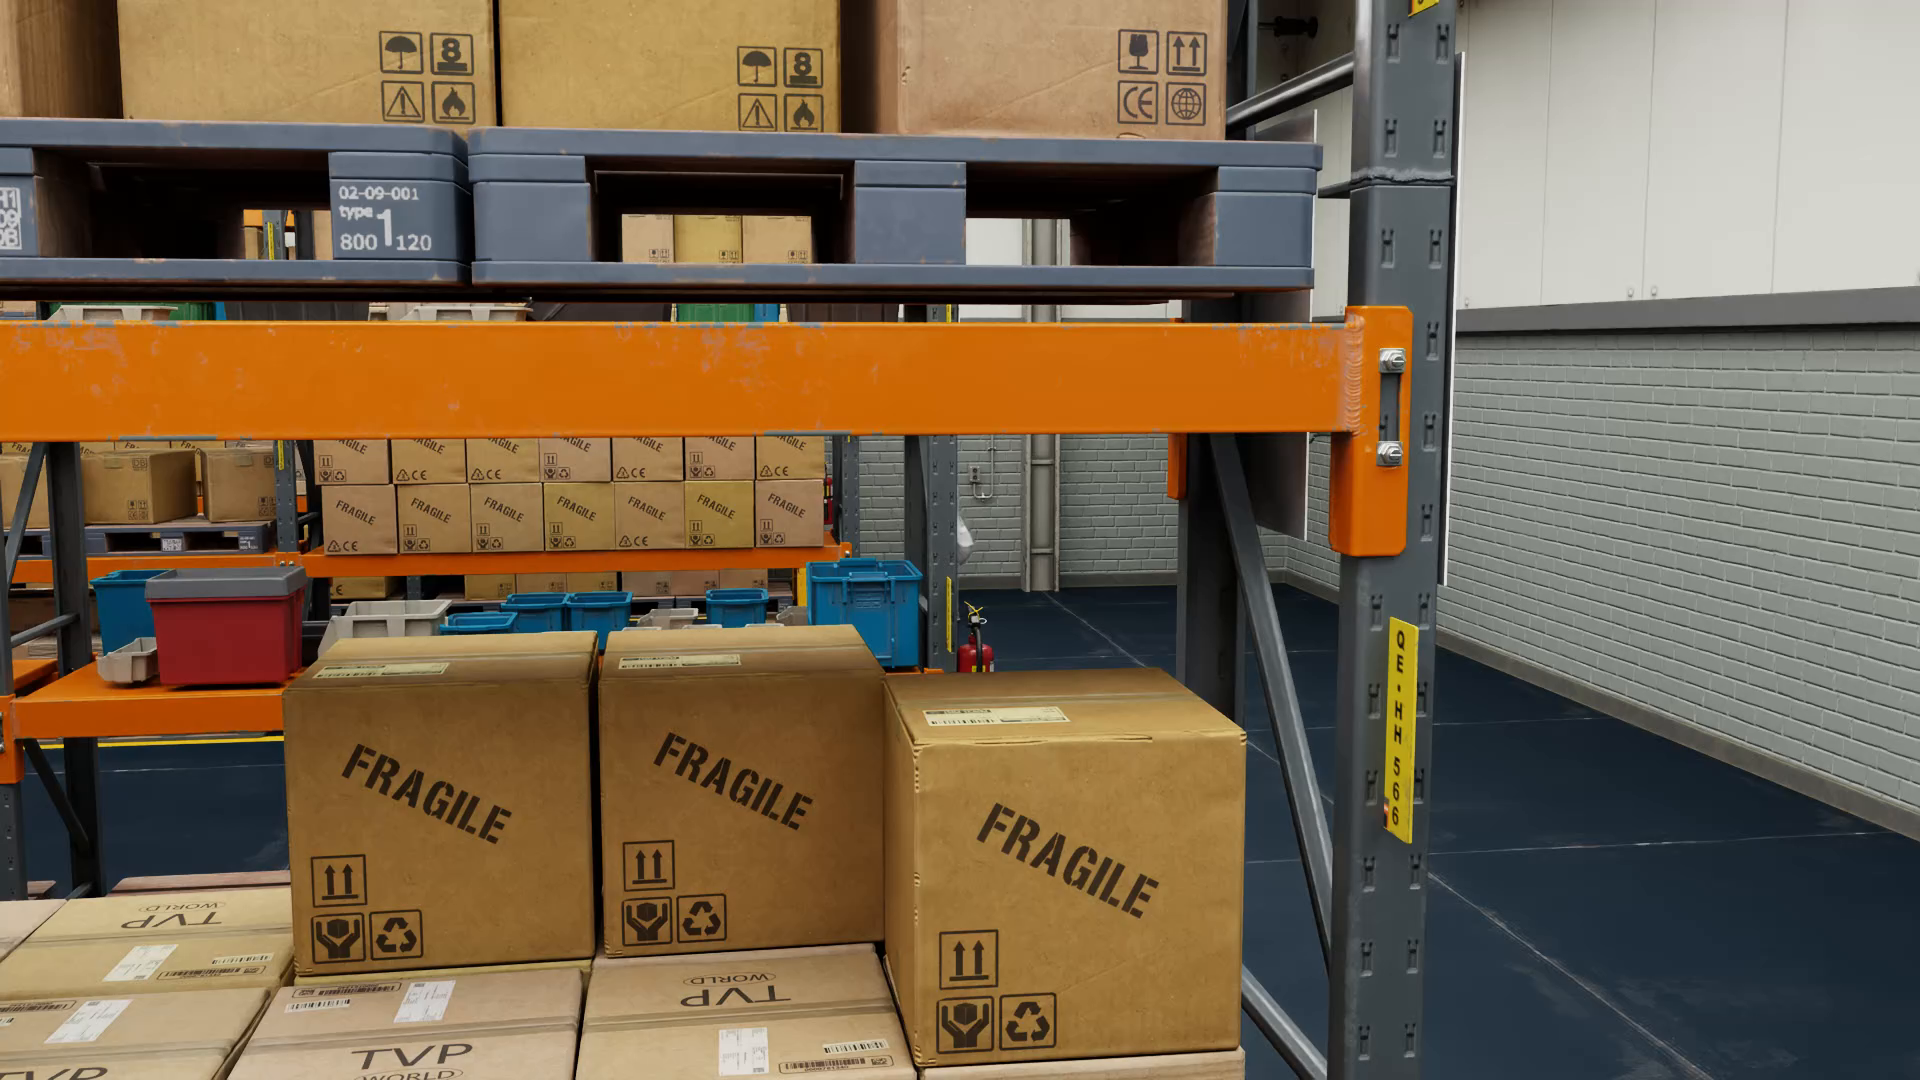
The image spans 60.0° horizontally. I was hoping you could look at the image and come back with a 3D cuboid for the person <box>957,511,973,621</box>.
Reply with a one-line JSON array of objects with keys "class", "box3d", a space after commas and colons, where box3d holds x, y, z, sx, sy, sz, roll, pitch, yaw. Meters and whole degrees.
[{"class": "person", "box3d": [-0.192, 0.097, 16.854, 0.652, 1.480, 0.528, -1, 7, -8]}]
